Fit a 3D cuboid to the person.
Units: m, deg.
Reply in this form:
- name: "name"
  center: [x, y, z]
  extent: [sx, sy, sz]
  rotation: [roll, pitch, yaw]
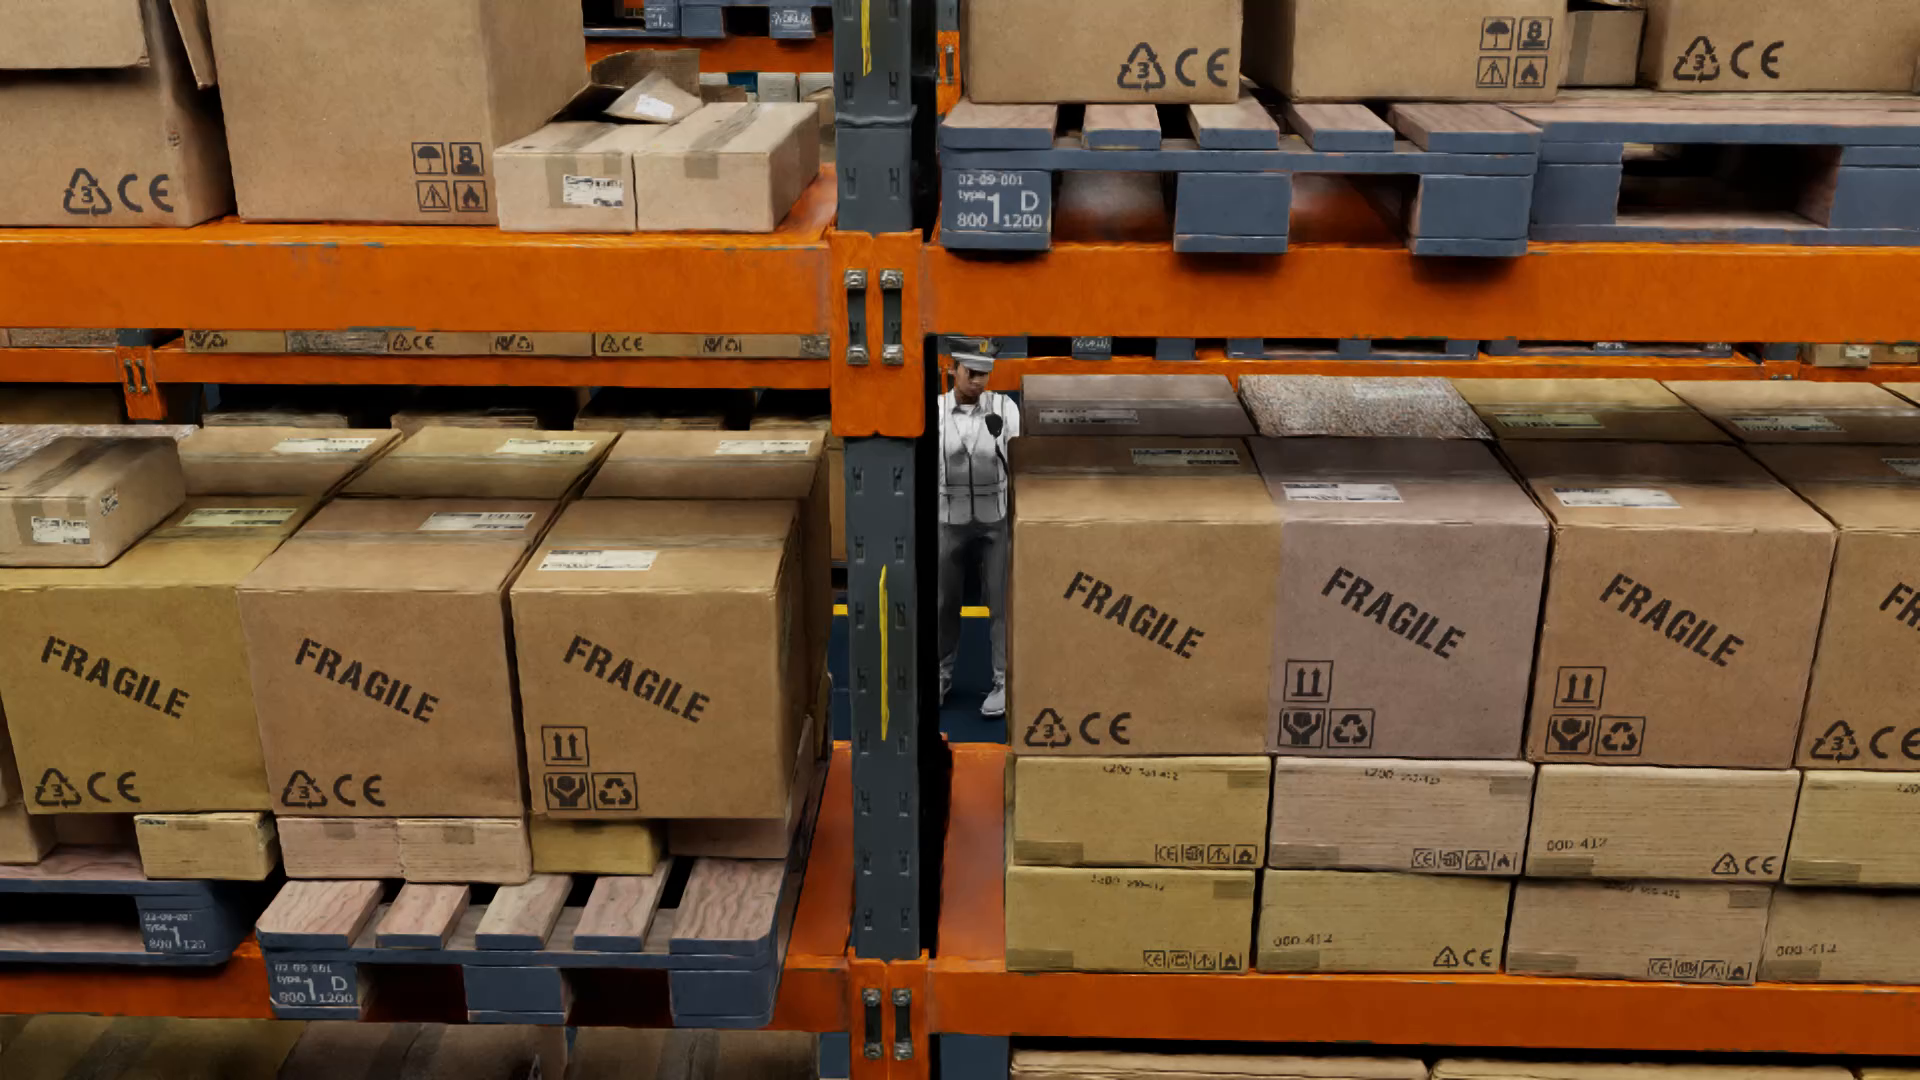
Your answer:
- name: "person"
  center: [0.057, -0.065, 7.167]
  extent: [0.520, 1.686, 0.356]
  rotation: [1, 21, 2]
